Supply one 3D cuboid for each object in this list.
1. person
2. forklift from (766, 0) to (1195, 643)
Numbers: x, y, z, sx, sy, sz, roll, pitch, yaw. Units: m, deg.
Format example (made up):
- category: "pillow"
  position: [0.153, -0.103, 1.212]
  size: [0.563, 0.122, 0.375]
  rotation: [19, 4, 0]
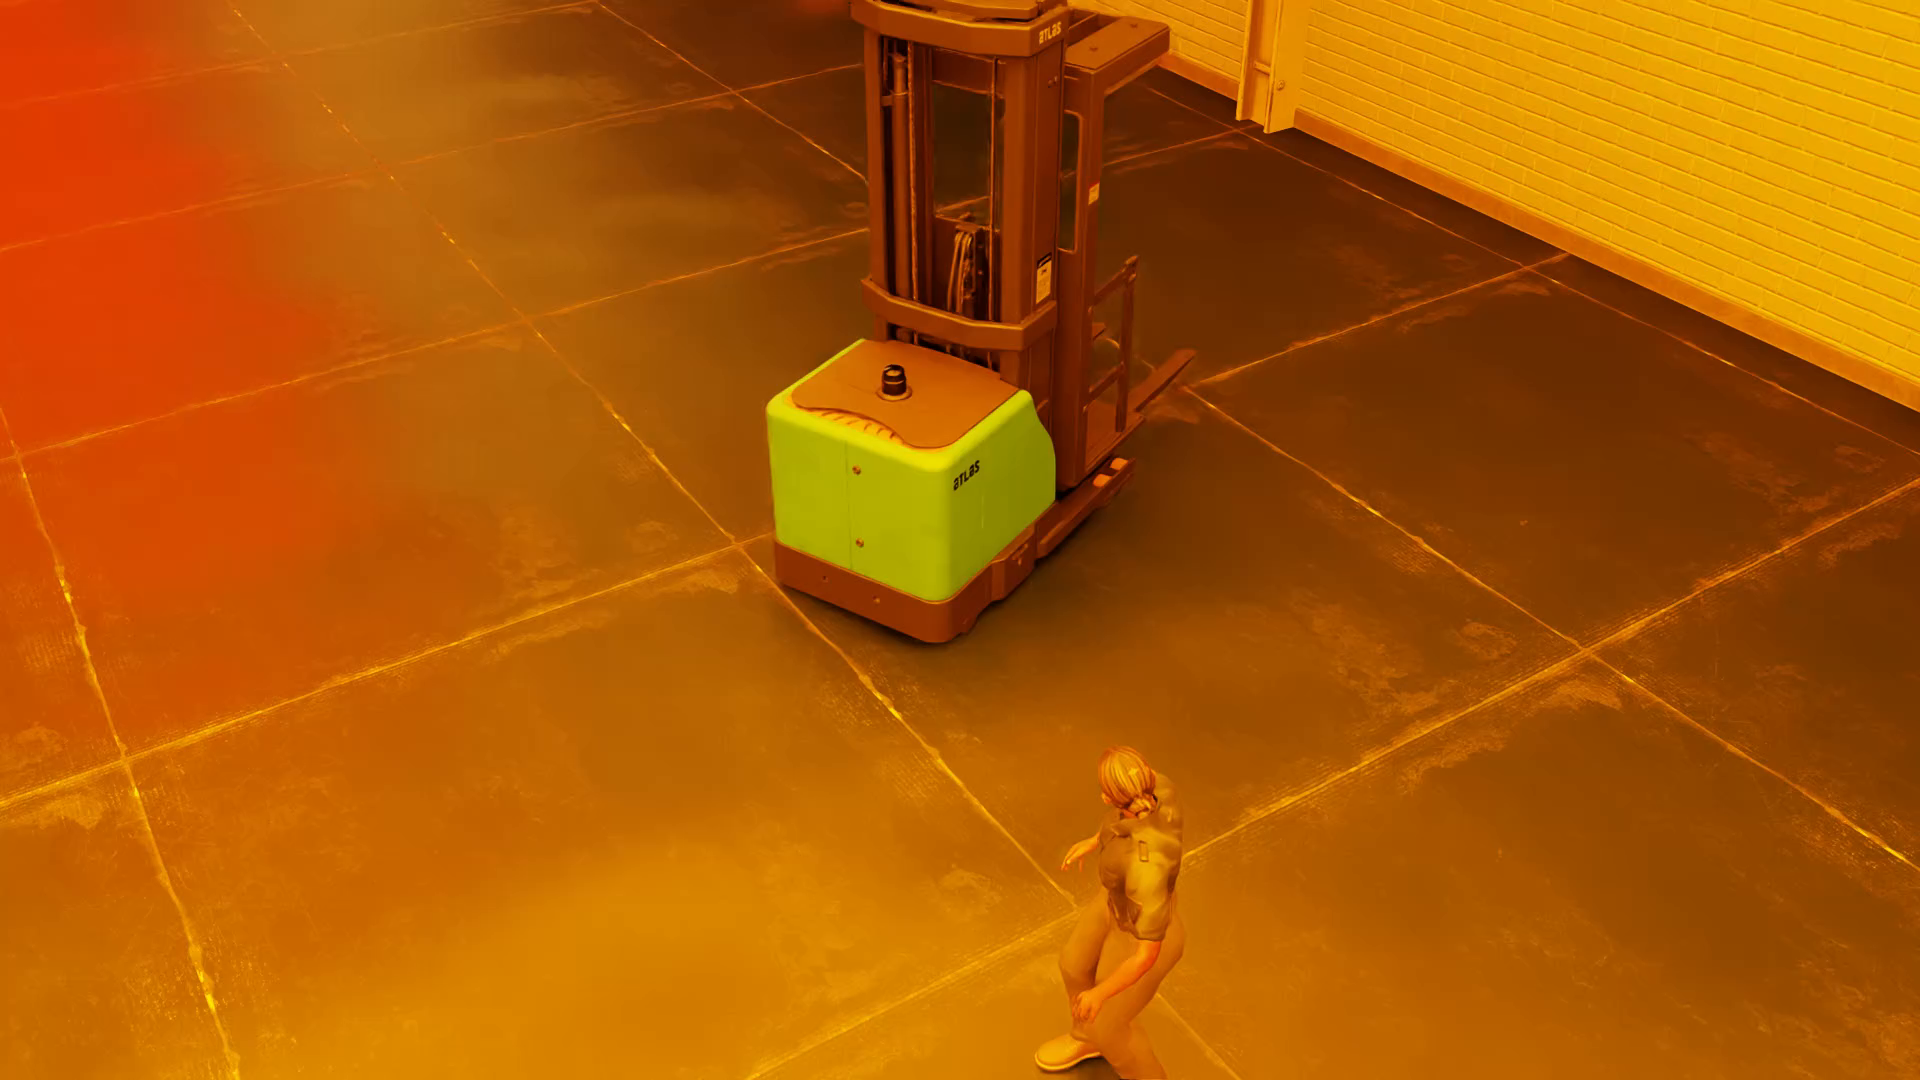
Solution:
- category: "person"
  position: [0.508, 1.293, 5.464]
  size: [0.463, 1.621, 0.655]
  rotation: [-2, 35, -2]
- category: "forklift"
  position: [0.300, -1.521, 8.312]
  size: [1.130, 2.935, 3.031]
  rotation: [20, 40, 26]
